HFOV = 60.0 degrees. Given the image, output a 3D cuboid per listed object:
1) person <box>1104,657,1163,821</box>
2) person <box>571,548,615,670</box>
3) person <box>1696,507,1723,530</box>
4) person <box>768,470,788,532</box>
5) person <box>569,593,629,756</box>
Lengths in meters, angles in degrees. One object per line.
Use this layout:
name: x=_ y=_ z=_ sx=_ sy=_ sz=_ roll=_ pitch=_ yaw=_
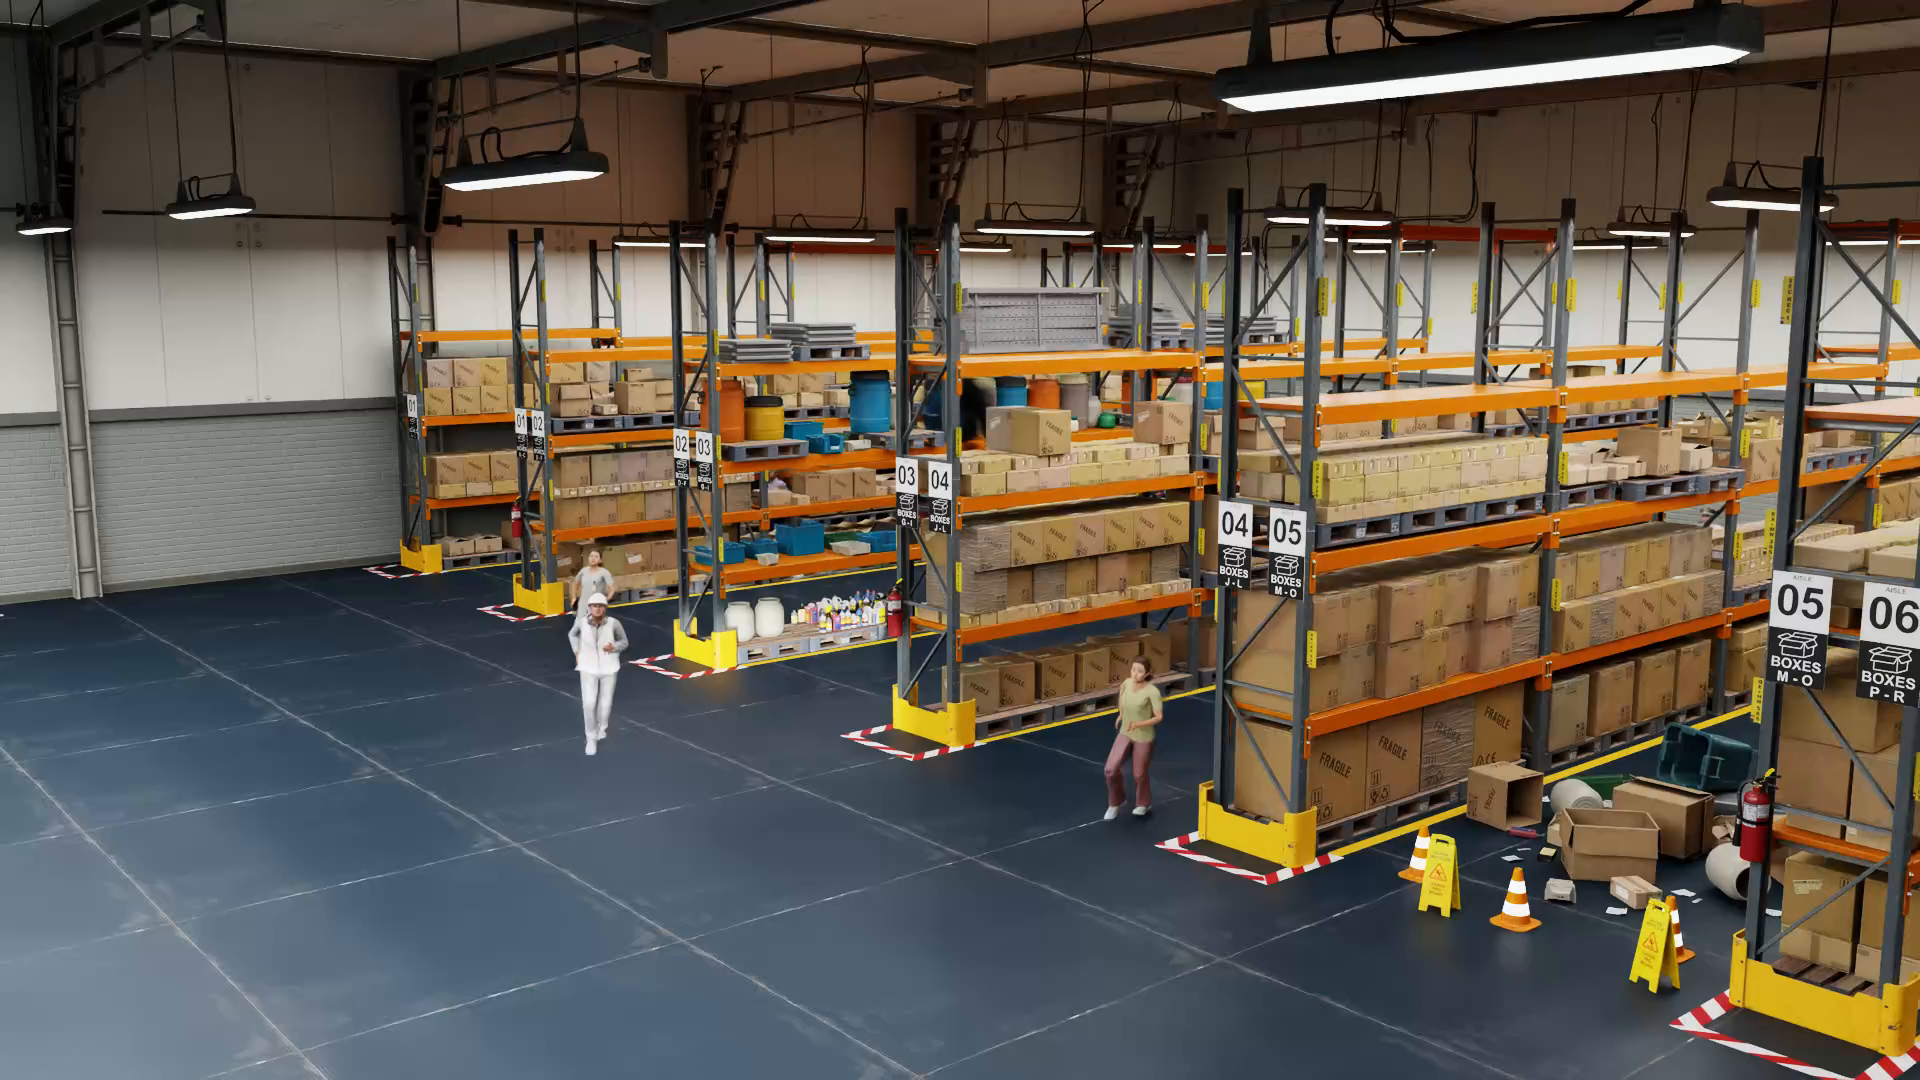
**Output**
person: x=1.704 y=1.918 z=15.983 sx=0.583 sy=1.669 sz=0.703 roll=6 pitch=11 yaw=35
person: x=-4.987 y=0.925 z=22.532 sx=0.605 sy=1.635 sz=0.533 roll=2 pitch=9 yaw=13
person: x=11.767 y=0.324 z=26.217 sx=0.752 sy=1.714 sz=0.594 roll=-8 pitch=12 yaw=-41
person: x=-3.497 y=-0.583 z=32.325 sx=0.722 sy=1.667 sz=0.625 roll=-7 pitch=11 yaw=-38
person: x=-4.018 y=1.468 z=18.562 sx=0.637 sy=1.813 sz=0.804 roll=-3 pitch=9 yaw=-16
